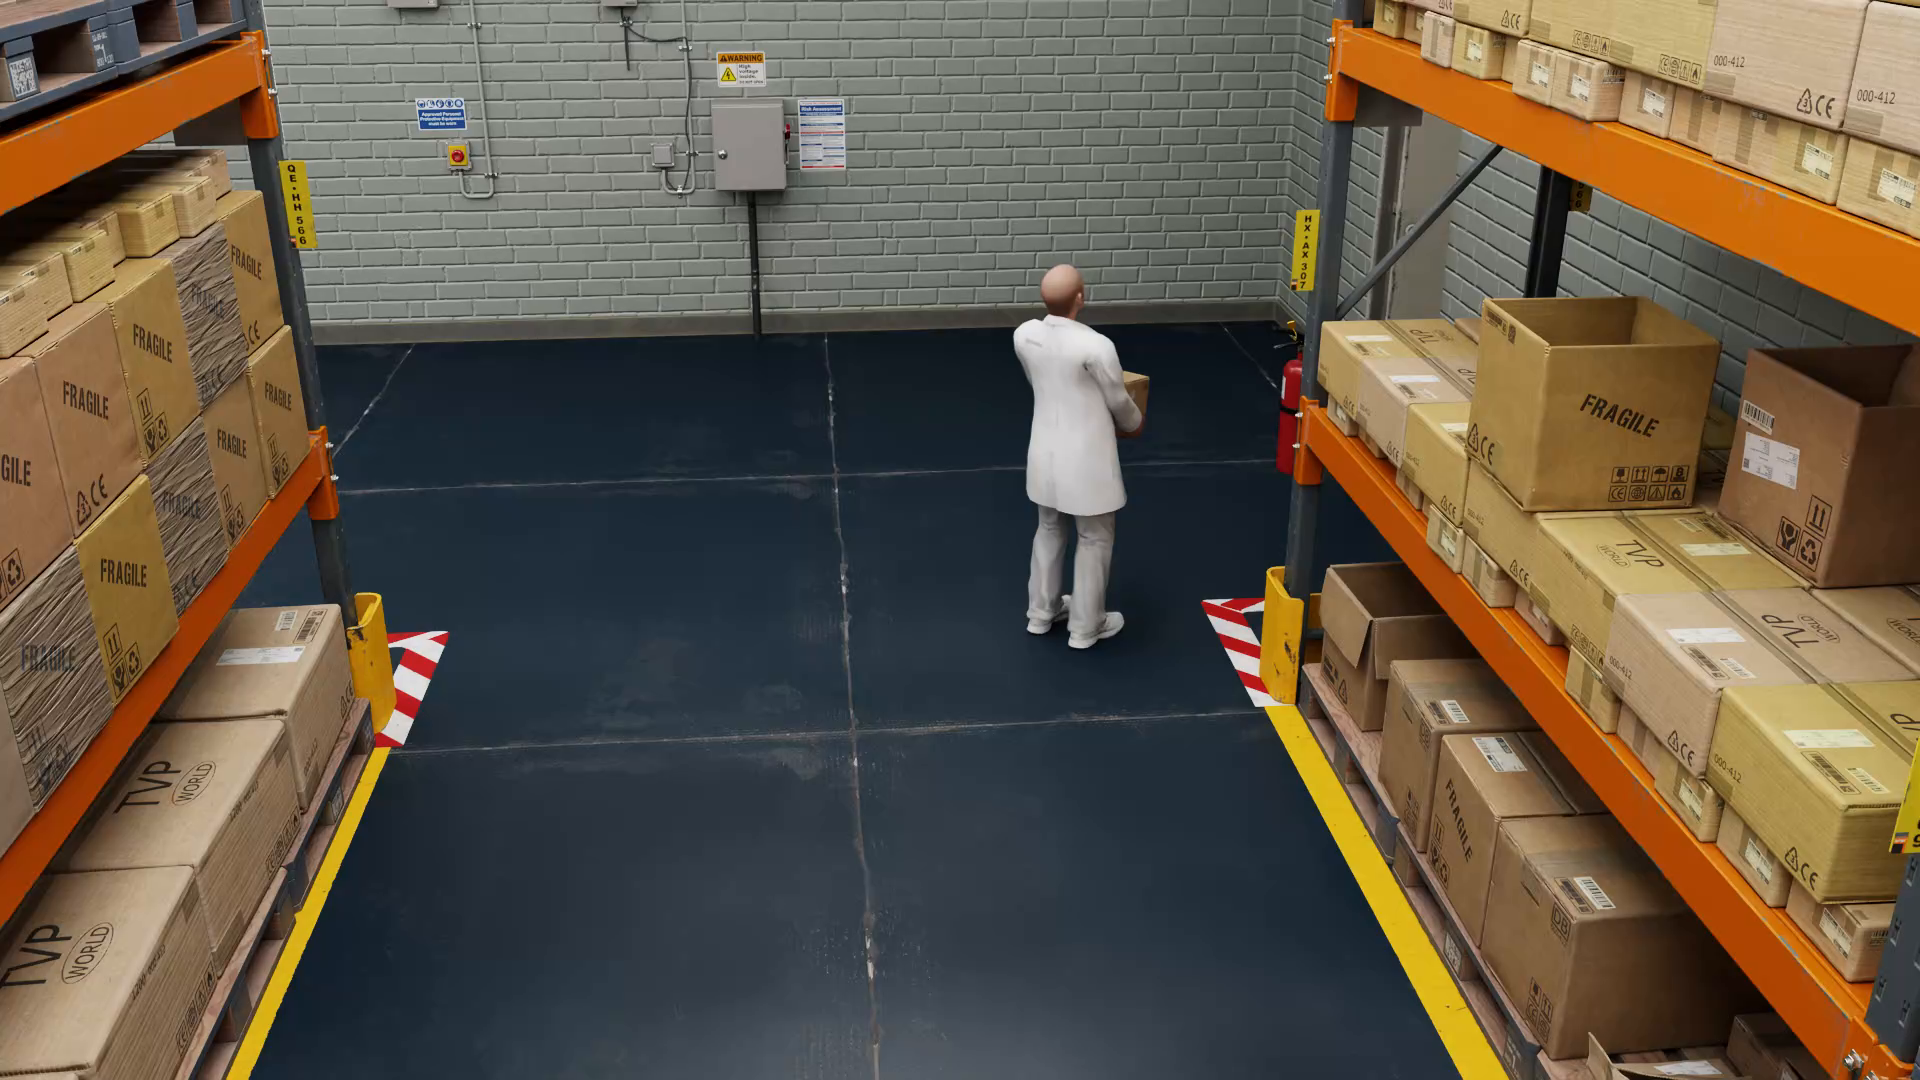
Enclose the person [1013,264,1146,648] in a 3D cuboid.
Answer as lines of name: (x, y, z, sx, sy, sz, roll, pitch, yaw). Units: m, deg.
person: (0.566, -0.414, 7.581, 0.531, 1.769, 0.563, 18, 29, 35)
